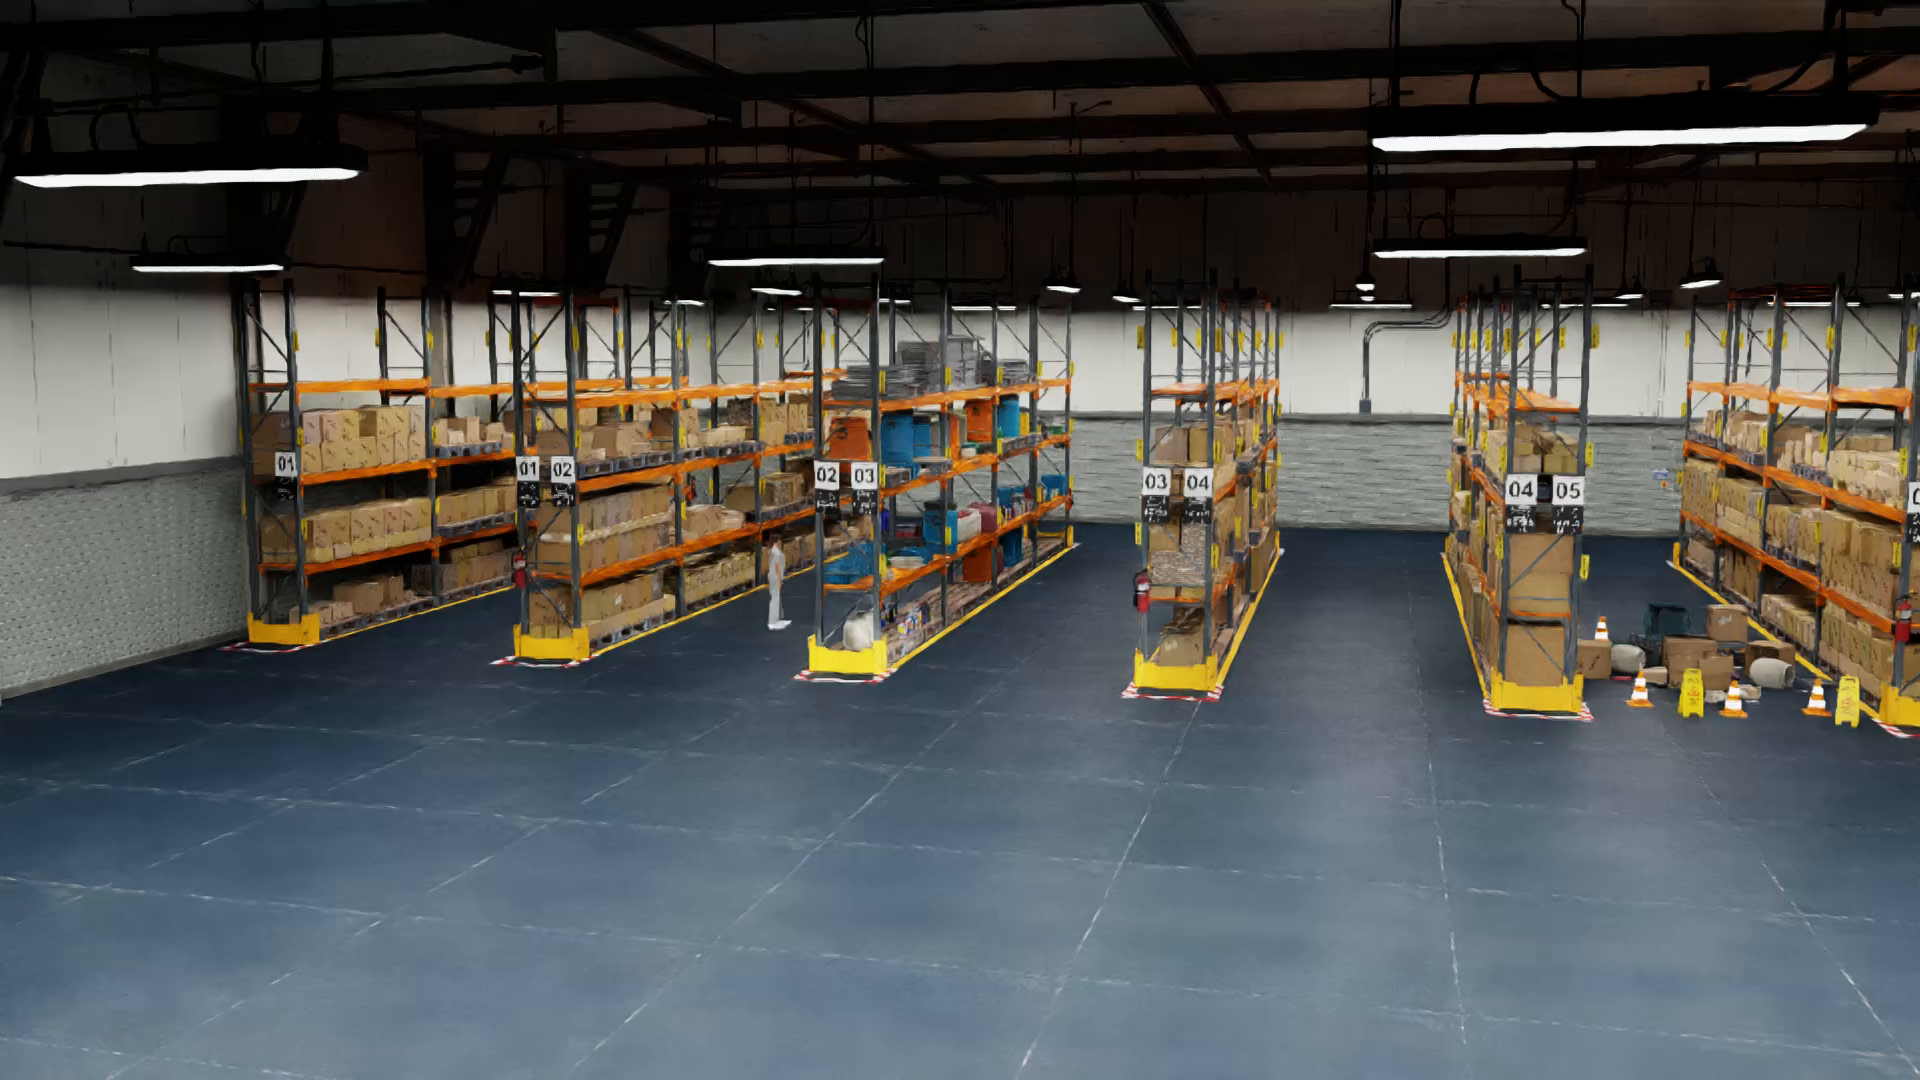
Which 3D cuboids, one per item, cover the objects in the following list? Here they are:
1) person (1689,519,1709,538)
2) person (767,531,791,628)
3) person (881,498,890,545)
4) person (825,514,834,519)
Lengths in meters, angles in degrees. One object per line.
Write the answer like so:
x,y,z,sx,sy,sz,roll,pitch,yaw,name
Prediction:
17.665,-0.619,39.705,0.481,1.718,0.696,-3,7,-21,person
-3.160,0.684,29.025,0.445,1.674,0.493,-2,7,-15,person
-1.672,-0.123,36.118,0.461,1.596,0.999,2,7,13,person
-3.602,-1.438,46.399,0.591,1.775,0.572,-3,7,-21,person
